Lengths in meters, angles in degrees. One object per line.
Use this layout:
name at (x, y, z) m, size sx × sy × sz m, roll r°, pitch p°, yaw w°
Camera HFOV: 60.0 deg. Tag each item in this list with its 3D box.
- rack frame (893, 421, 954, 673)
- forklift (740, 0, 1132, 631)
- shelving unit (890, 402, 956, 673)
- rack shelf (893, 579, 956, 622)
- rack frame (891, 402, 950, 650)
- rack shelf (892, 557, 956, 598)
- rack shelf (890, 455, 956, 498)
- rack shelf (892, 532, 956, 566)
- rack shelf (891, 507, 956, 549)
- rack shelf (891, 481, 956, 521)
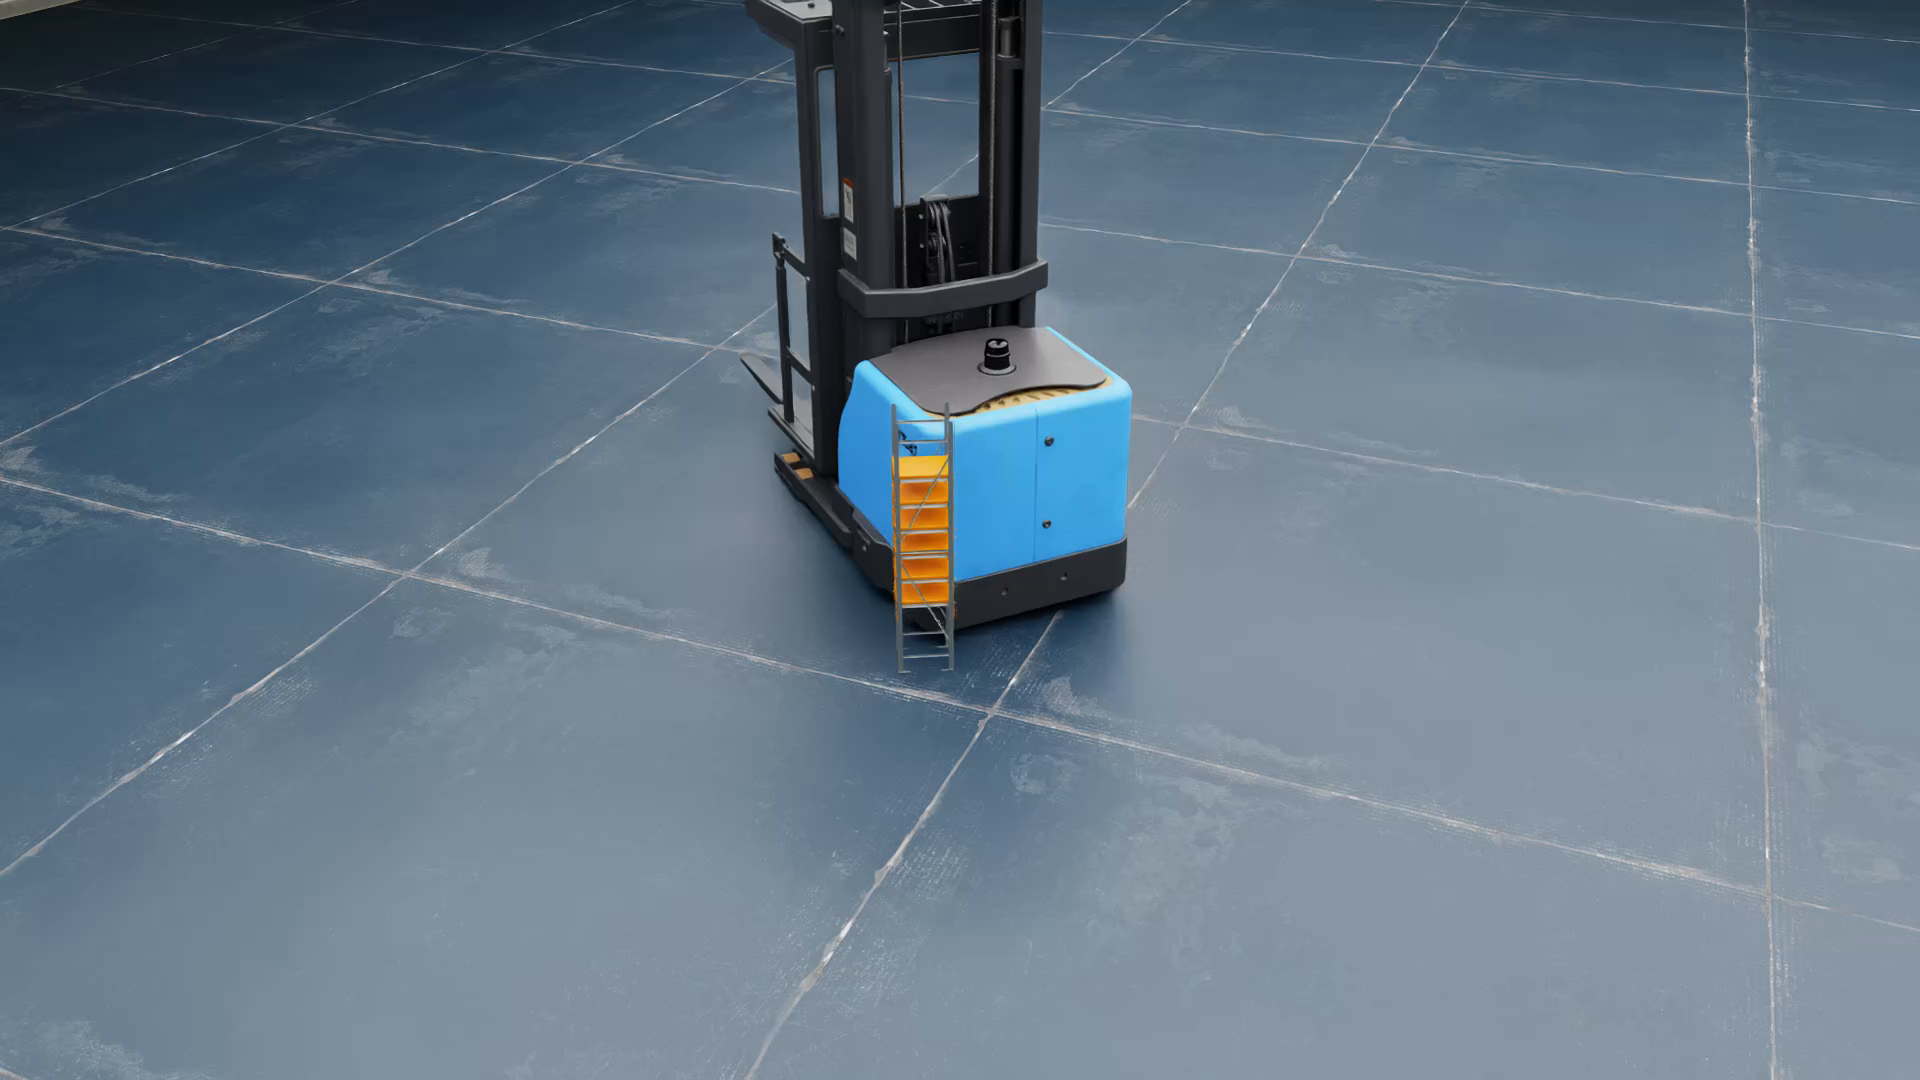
rack frame at (-0.147, 0.052, 6.938) m, size 0.240 × 1.200 × 0.006 m, roll -2°, pitch 30°, yaw -4°
forklift at (-0.324, -1.568, 8.046) m, size 1.130 × 2.935 × 3.031 m, roll -13°, pitch 32°, yaw -22°
shelving unit at (-0.155, 0.007, 7.017) m, size 0.258 × 1.200 × 0.189 m, roll -2°, pitch 30°, yaw -4°
rack shelf at (-0.155, 0.254, 7.158) m, size 0.258 × 0.103 × 0.180 m, roll -2°, pitch 30°, yaw -4°
rack frame at (-0.162, -0.038, 7.096) m, size 0.240 × 1.200 × 0.006 m, roll -2°, pitch 30°, yaw -4°
rack shelf at (-0.155, 0.150, 7.099) m, size 0.258 × 0.103 × 0.180 m, roll -2°, pitch 30°, yaw -4°
rack shelf at (-0.154, -0.267, 6.861) m, size 0.258 × 0.103 × 0.180 m, roll -2°, pitch 30°, yaw -4°
rack shelf at (-0.155, 0.046, 7.039) m, size 0.258 × 0.103 × 0.180 m, roll -2°, pitch 30°, yaw -4°
rack shelf at (-0.155, -0.058, 6.980) m, size 0.258 × 0.103 × 0.180 m, roll -2°, pitch 30°, yaw -4°
rack shelf at (-0.154, -0.163, 6.920) m, size 0.258 × 0.103 × 0.180 m, roll -2°, pitch 30°, yaw -4°
